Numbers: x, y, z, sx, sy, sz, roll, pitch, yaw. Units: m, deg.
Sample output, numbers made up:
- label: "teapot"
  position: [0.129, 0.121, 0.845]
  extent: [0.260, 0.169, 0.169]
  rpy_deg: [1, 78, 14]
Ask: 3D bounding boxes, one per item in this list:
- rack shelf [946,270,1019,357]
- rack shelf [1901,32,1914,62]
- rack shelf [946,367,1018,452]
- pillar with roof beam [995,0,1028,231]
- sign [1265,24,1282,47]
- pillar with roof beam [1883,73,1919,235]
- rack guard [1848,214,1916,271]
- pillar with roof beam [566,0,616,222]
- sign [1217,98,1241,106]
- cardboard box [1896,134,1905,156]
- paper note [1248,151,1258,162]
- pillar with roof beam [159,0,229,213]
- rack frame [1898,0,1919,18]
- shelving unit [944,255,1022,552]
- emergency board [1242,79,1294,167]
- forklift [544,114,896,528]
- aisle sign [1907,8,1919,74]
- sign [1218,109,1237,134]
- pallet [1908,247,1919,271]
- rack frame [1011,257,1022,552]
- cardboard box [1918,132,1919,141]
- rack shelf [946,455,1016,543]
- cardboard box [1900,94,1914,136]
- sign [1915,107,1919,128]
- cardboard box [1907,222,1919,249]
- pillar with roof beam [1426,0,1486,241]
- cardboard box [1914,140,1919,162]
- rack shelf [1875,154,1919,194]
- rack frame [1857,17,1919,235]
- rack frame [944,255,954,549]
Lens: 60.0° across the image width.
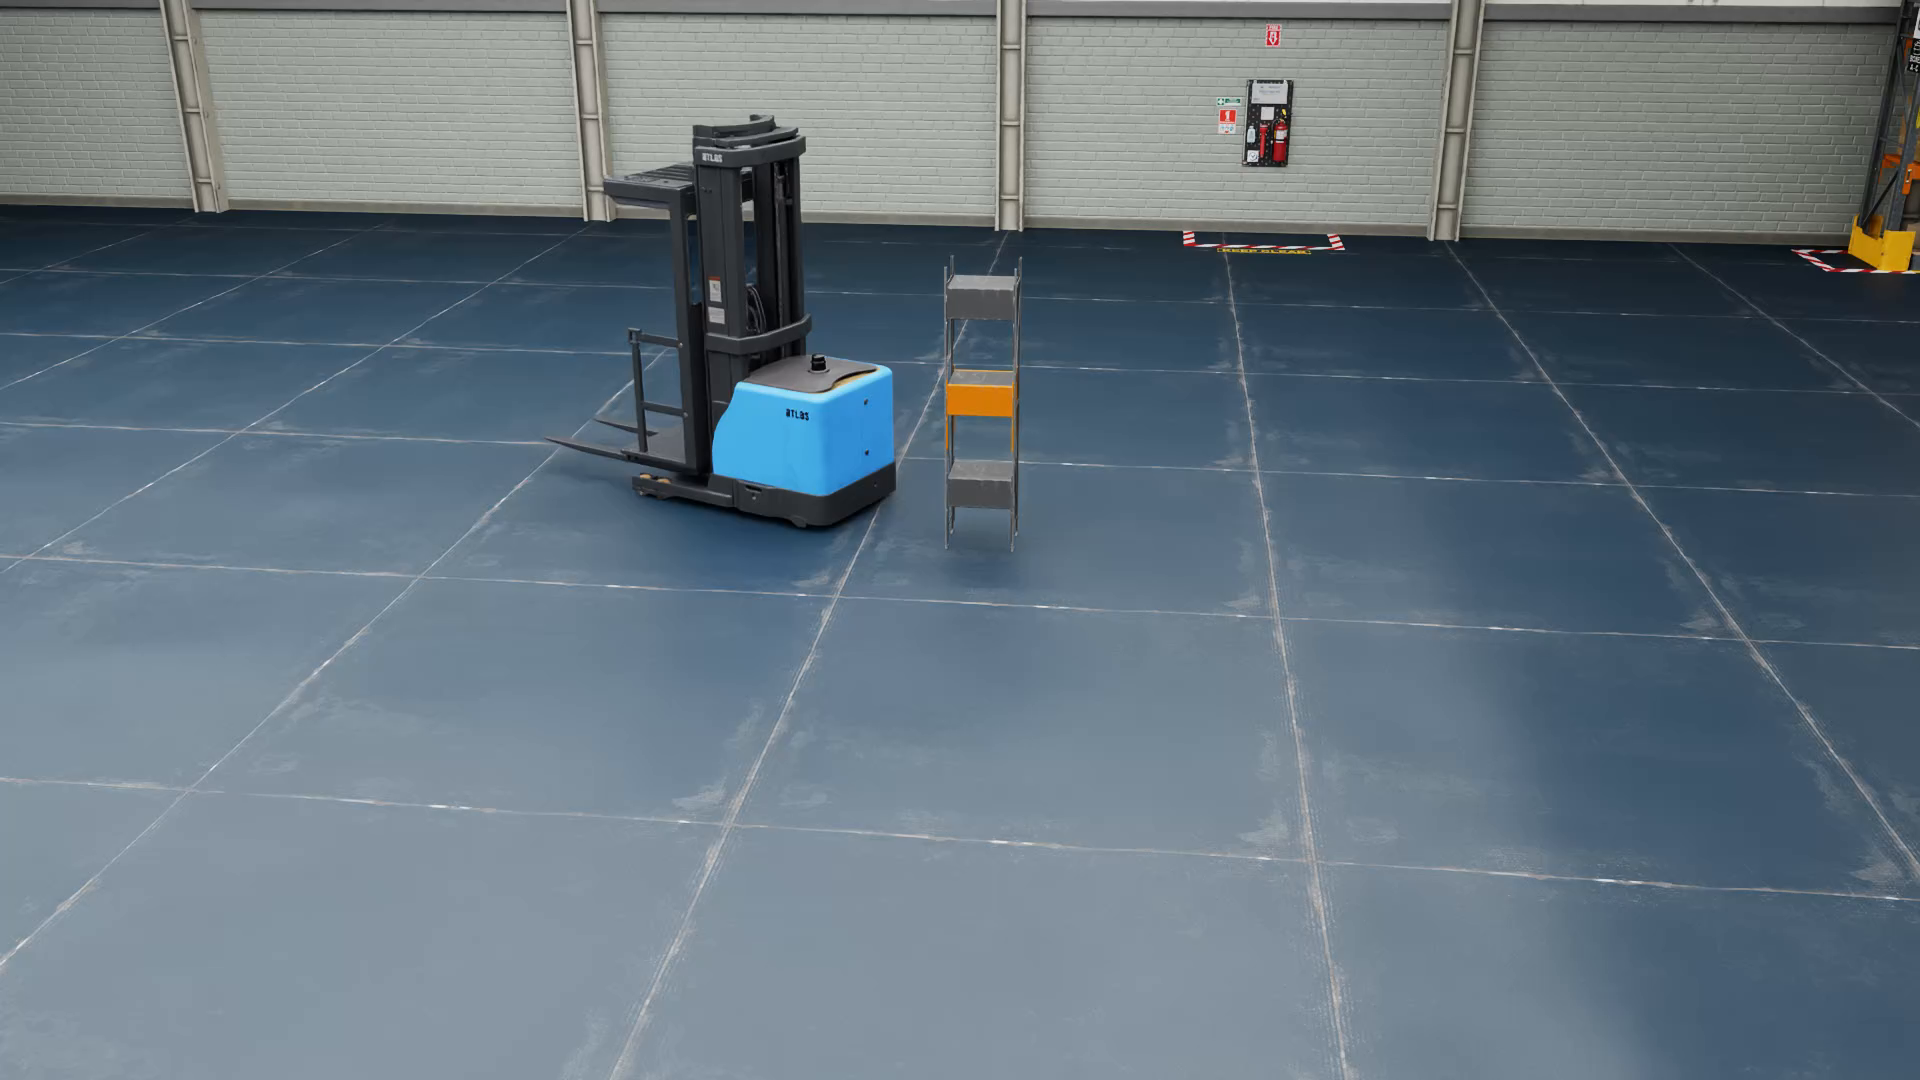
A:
- label: "rack shelf"
  position: [0.164, -1.608, 11.783]
  extent: [0.480, 0.518, 0.431]
  rpy_deg: [2, 22, 6]
- label: "rack shelf"
  position: [13.813, -5.987, 20.403]
  extent: [4.000, 0.370, 1.077]
  rpy_deg: [2, 22, 6]
- label: "rack shelf"
  position: [0.164, -0.957, 12.041]
  extent: [0.480, 0.518, 0.431]
  rpy_deg: [2, 22, 6]
- label: "pillar with roof beam"
  position: [0.200, -7.036, 17.998]
  extent: [0.400, 9.000, 9.100]
  rpy_deg: [2, 22, 6]
- label: "sign"
  position: [4.219, -6.794, 22.392]
  extent: [0.199, 0.298, 0.001]
  rpy_deg: [2, 22, 6]
- label: "pillar with roof beam"
  position: [12.117, -6.517, 16.684]
  extent: [0.400, 9.000, 9.100]
  rpy_deg: [2, 22, 6]
- label: "rack guard"
  position: [11.902, -3.848, 21.492]
  extent: [0.348, 0.500, 1.175]
  rpy_deg: [2, 22, 6]
- label: "pillar with roof beam"
  position: [-5.758, -7.296, 18.654]
  extent: [0.400, 9.000, 9.100]
  rpy_deg: [2, 22, 6]
- label: "sign"
  position: [3.682, -6.000, 22.768]
  extent: [0.331, 0.109, 0.001]
  rpy_deg: [2, 22, 6]
- label: "cardboard box"
  position: [12.314, -5.003, 21.192]
  extent: [0.500, 0.250, 0.500]
  rpy_deg: [3, 22, 7]
- label: "paper note"
  position: [4.048, -5.302, 22.970]
  extent: [0.142, 0.148, 0.016]
  rpy_deg: [2, 22, 6]
- label: "pillar with roof beam"
  position: [-11.716, -7.555, 19.311]
  extent: [0.400, 9.000, 9.100]
  rpy_deg: [2, 22, 6]
- label: "rack frame"
  position: [11.827, -7.803, 19.938]
  extent: [0.127, 3.000, 1.000]
  rpy_deg: [2, 22, 6]
- label: "shelving unit"
  position: [0.164, -0.969, 12.036]
  extent: [0.503, 2.100, 0.431]
  rpy_deg: [2, 22, 6]
- label: "emergency board"
  position: [4.216, -5.679, 22.725]
  extent: [0.643, 1.169, 0.194]
  rpy_deg: [2, 22, 6]
- label: "forklift"
  position: [-2.039, -1.838, 13.103]
  extent: [3.031, 2.935, 1.130]
  rpy_deg: [12, 25, 29]
- label: "aisle sign"
  position: [11.720, -6.116, 20.294]
  extent: [0.004, 0.787, 0.394]
  rpy_deg: [2, 22, 6]
- label: "sign"
  position: [3.679, -5.757, 22.874]
  extent: [0.234, 0.329, 0.001]
  rpy_deg: [2, 22, 6]
- label: "pallet"
  position: [12.705, -3.665, 21.423]
  extent: [1.213, 0.211, 1.003]
  rpy_deg: [2, 22, 6]
- label: "rack frame"
  position: [0.407, -0.959, 12.009]
  extent: [0.015, 2.100, 0.400]
  rpy_deg: [2, 22, 6]
- label: "cardboard box"
  position: [12.265, -5.171, 20.597]
  extent: [0.500, 0.500, 0.500]
  rpy_deg: [3, 22, 6]
- label: "rack shelf"
  position: [0.164, -0.306, 12.298]
  extent: [0.480, 0.518, 0.431]
  rpy_deg: [2, 22, 6]
- label: "cardboard box"
  position: [12.320, -5.359, 21.071]
  extent: [0.500, 0.500, 0.500]
  rpy_deg: [2, 22, 6]
- label: "sign"
  position: [11.763, -5.218, 20.380]
  extent: [0.005, 0.325, 0.100]
  rpy_deg: [2, 22, 6]
- label: "cardboard box"
  position: [12.503, -3.905, 21.295]
  extent: [0.500, 0.311, 0.500]
  rpy_deg: [0, 22, 0]
- label: "pillar with roof beam"
  position: [6.159, -6.777, 17.341]
  extent: [0.400, 9.000, 9.100]
  rpy_deg: [2, 22, 6]
- label: "cardboard box"
  position: [12.274, -4.816, 20.718]
  extent: [0.500, 0.250, 0.500]
  rpy_deg: [2, 22, 5]
- label: "rack shelf"
  position: [13.813, -4.592, 20.954]
  extent: [4.000, 0.370, 1.077]
  rpy_deg: [2, 22, 6]
- label: "rack frame"
  position: [11.827, -5.013, 21.041]
  extent: [0.127, 3.000, 1.000]
  rpy_deg: [2, 22, 6]
- label: "rack frame"
  position: [-0.078, -0.980, 12.062]
  extent: [0.015, 2.100, 0.400]
  rpy_deg: [2, 22, 6]
